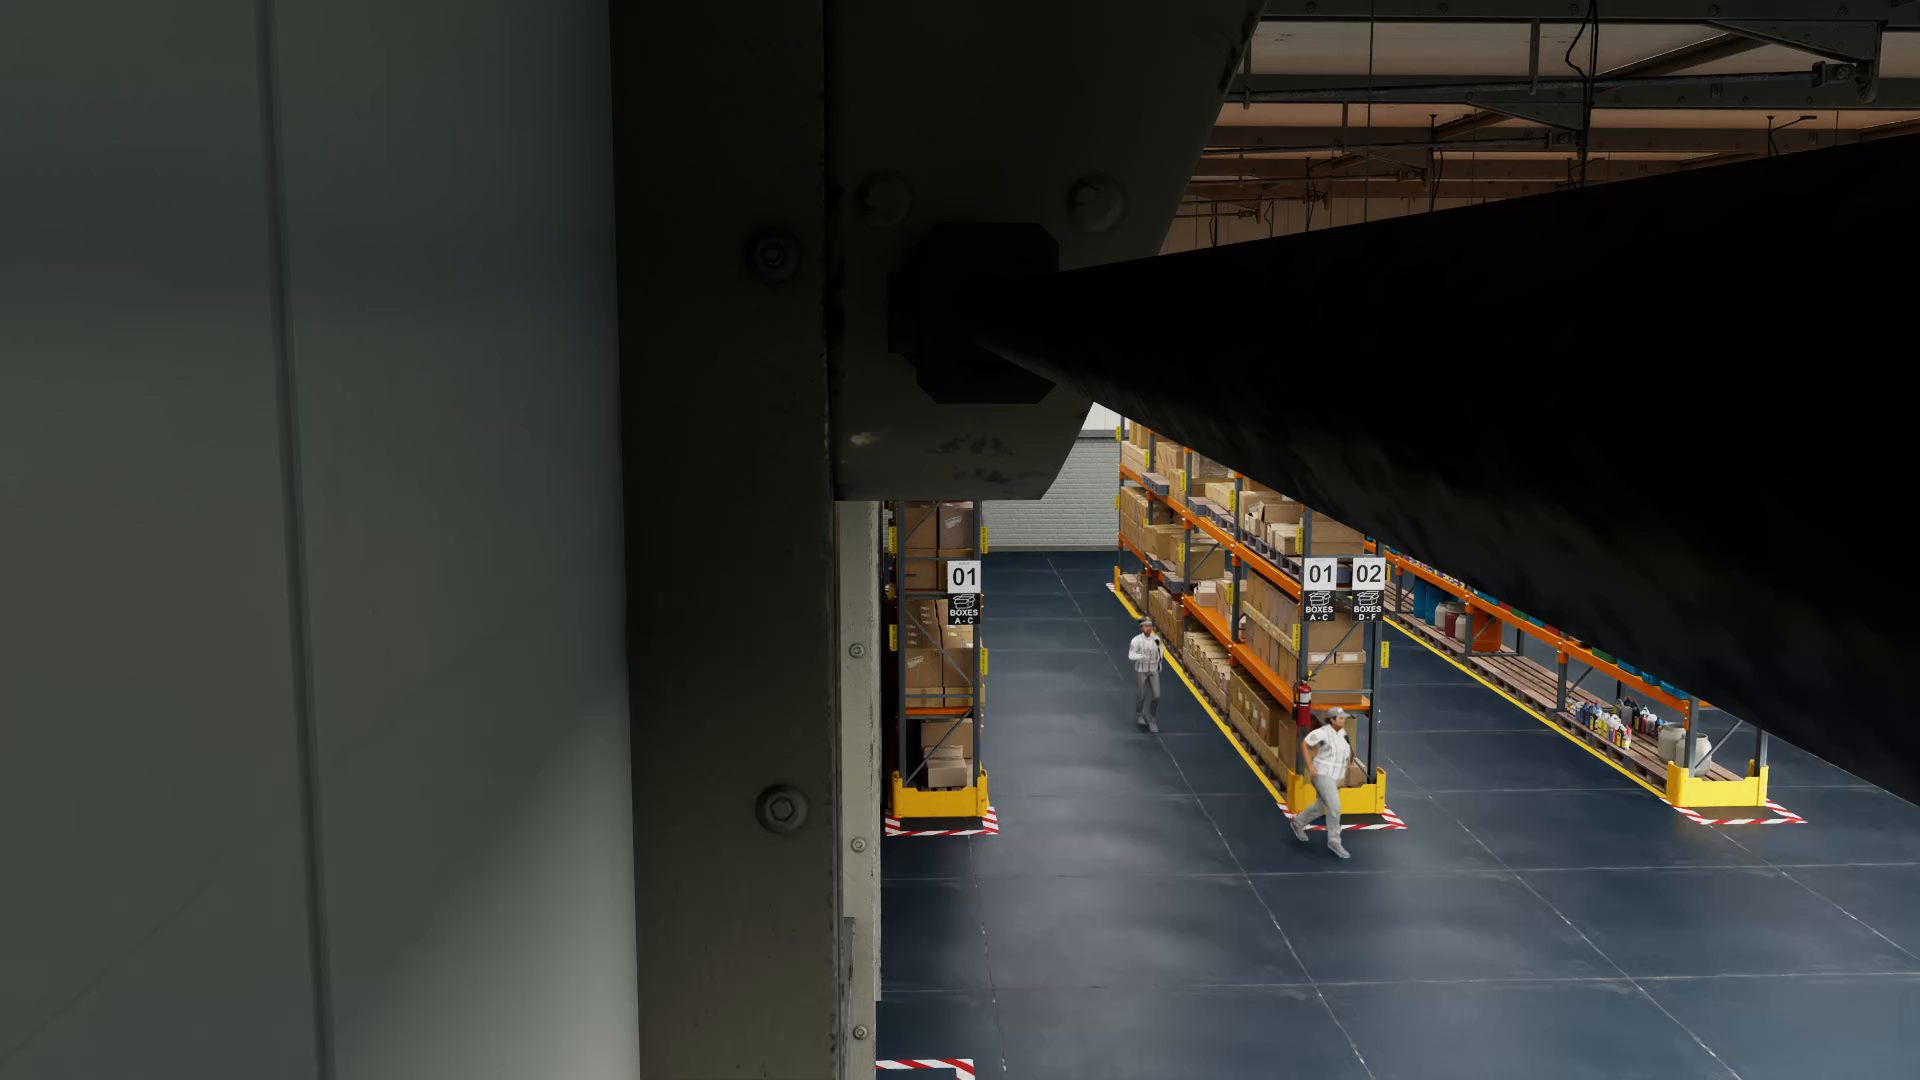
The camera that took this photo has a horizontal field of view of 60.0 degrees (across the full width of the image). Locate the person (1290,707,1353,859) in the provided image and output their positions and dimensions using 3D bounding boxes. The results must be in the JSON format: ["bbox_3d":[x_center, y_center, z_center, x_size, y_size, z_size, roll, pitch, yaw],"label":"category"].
[{"bbox_3d":[4.289,2.751,19.332,0.890,1.650,0.635,8,12,44],"label":"person"}]

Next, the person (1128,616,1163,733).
[{"bbox_3d":[2.771,1.975,24.552,0.592,1.734,0.684,-1,8,-8],"label":"person"}]
